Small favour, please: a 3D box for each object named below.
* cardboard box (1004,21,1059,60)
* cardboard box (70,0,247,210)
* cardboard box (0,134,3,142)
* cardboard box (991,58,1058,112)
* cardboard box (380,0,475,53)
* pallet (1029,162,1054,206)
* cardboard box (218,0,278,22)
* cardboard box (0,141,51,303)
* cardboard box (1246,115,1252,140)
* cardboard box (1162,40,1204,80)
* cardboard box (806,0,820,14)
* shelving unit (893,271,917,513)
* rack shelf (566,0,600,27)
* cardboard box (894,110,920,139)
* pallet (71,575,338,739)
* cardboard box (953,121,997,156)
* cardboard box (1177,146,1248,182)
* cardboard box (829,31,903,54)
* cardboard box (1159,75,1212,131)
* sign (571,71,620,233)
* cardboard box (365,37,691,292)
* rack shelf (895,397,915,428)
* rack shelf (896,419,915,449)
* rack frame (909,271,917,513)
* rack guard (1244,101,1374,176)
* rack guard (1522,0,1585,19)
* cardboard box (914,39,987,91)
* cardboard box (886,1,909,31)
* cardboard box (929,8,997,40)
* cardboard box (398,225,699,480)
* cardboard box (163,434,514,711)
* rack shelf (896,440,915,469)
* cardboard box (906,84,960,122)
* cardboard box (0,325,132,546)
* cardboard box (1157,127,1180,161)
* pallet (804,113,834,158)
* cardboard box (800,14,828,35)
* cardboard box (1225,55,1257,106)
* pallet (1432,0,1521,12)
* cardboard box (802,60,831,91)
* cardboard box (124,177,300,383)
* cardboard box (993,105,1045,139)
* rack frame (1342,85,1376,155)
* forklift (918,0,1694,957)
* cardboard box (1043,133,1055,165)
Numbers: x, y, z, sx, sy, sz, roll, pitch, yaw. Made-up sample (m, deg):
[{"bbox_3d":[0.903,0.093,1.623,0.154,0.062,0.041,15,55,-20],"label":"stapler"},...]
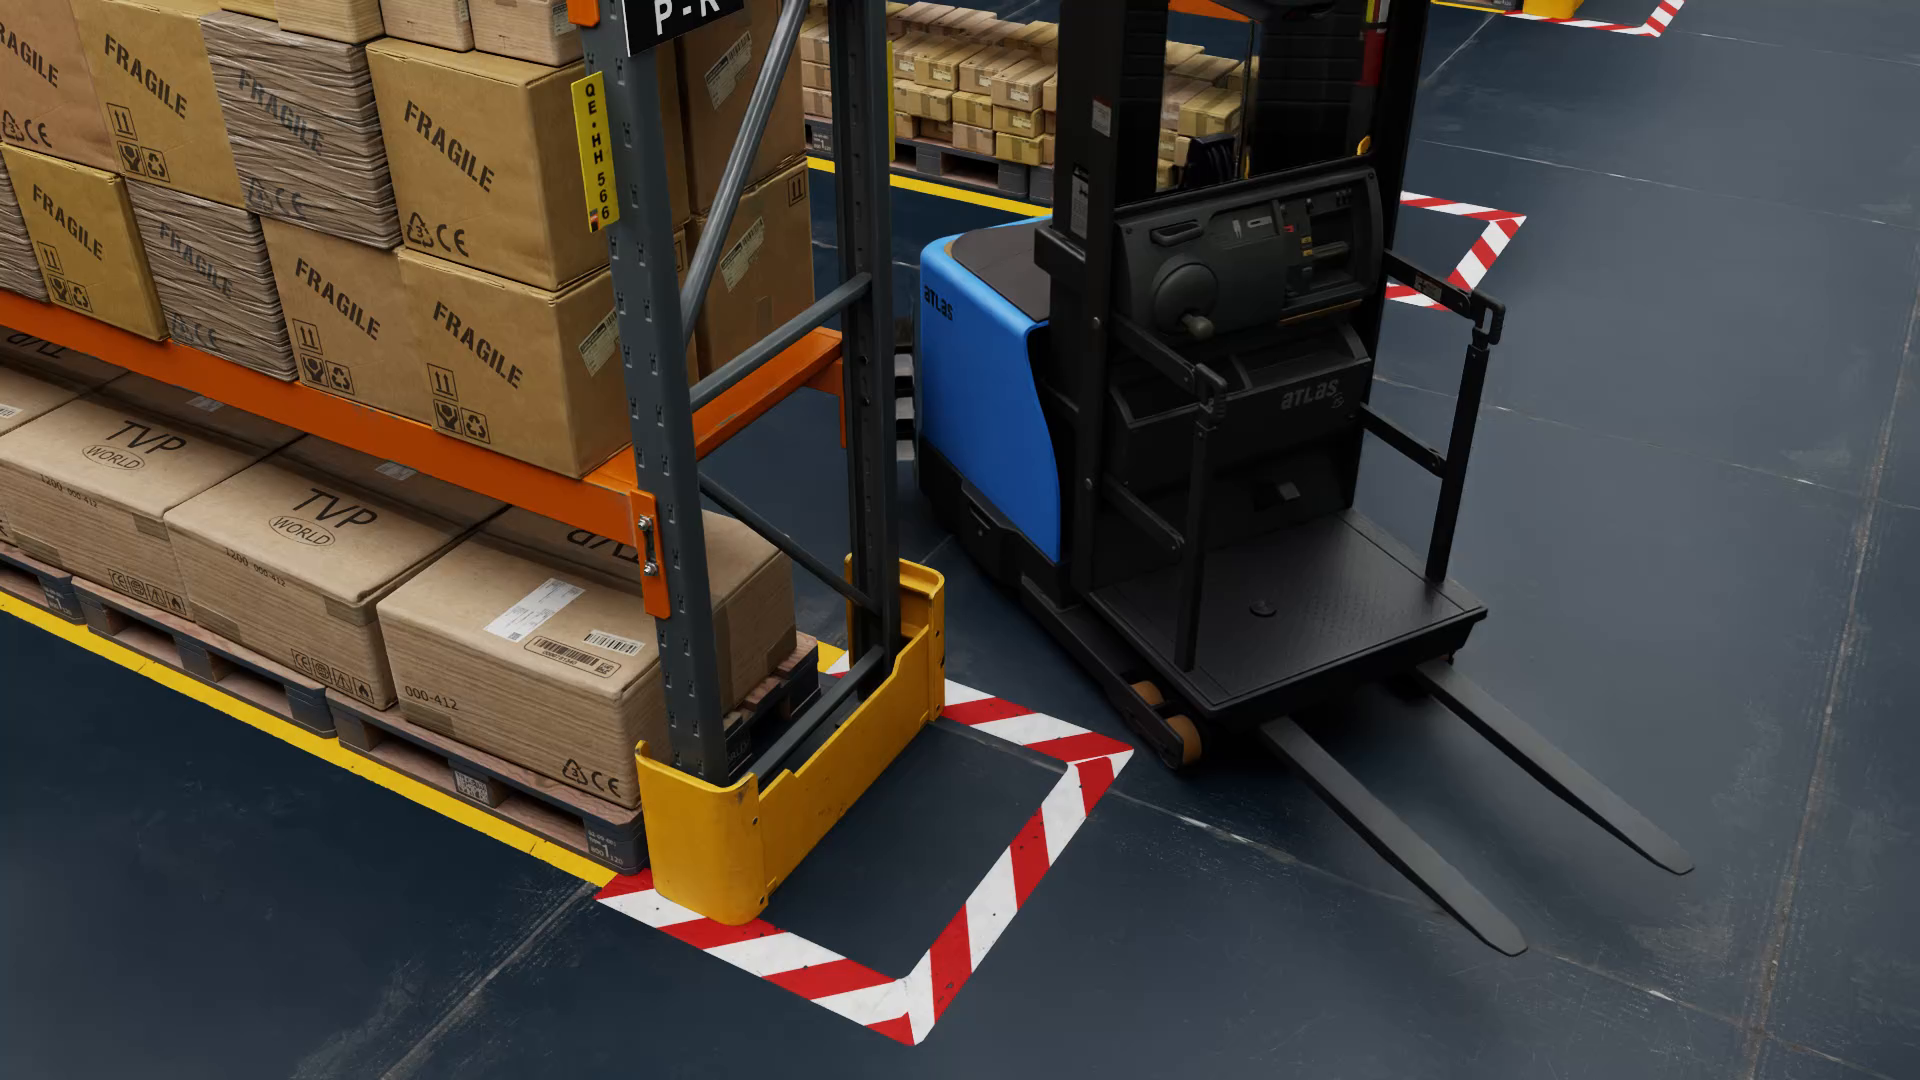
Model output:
[{"bbox_3d":[0.445,-2.799,9.404,0.250,0.149,0.380,18,38,25],"label":"cardboard box"},{"bbox_3d":[-1.918,-1.237,4.409,0.500,0.500,0.500,17,37,24],"label":"cardboard box"},{"bbox_3d":[-2.790,-1.516,4.828,0.500,0.500,0.500,18,38,25],"label":"cardboard box"},{"bbox_3d":[0.366,-2.419,8.832,0.250,0.149,0.380,19,38,26],"label":"cardboard box"},{"bbox_3d":[-1.128,-1.282,3.892,0.250,0.149,0.380,18,38,25],"label":"cardboard box"},{"bbox_3d":[1.130,-2.004,9.070,1.213,0.211,1.003,18,37,24],"label":"pallet"},{"bbox_3d":[-1.592,-1.402,4.071,0.250,0.149,0.380,18,38,25],"label":"cardboard box"},{"bbox_3d":[-2.817,-1.100,5.106,0.500,0.500,0.500,18,38,25],"label":"cardboard box"},{"bbox_3d":[1.556,-2.283,8.897,0.250,0.149,0.380,19,38,26],"label":"cardboard box"},{"bbox_3d":[1.143,-2.596,9.099,0.250,0.149,0.380,17,37,24],"label":"cardboard box"},{"bbox_3d":[-0.910,-3.216,10.029,0.250,0.149,0.380,18,38,25],"label":"cardboard box"},{"bbox_3d":[-0.277,-0.542,6.251,0.210,0.900,0.258,-2,34,-4],"label":"shelving unit"},{"bbox_3d":[-2.221,-1.993,4.479,4.000,0.370,1.077,18,37,24],"label":"rack shelf"},{"bbox_3d":[-0.286,-2.400,9.341,0.250,0.149,0.380,17,37,23],"label":"cardboard box"},{"bbox_3d":[-2.273,0.149,5.837,1.213,0.211,1.003,18,37,24],"label":"pallet"},{"bbox_3d":[0.162,-2.259,9.129,0.250,0.149,0.380,18,38,25],"label":"cardboard box"},{"bbox_3d":[1.323,-1.936,8.645,0.250,0.149,0.380,18,38,25],"label":"cardboard box"},{"bbox_3d":[-0.521,-2.725,9.292,0.250,0.149,0.380,18,38,25],"label":"cardboard box"},{"bbox_3d":[1.109,-2.260,8.594,0.250,0.149,0.380,18,38,25],"label":"cardboard box"},{"bbox_3d":[-0.766,-0.817,3.512,0.005,0.325,0.100,18,37,24],"label":"sign"},{"bbox_3d":[-1.022,-0.970,4.007,0.500,0.500,0.500,19,38,26],"label":"cardboard box"},{"bbox_3d":[-0.277,-0.514,6.270,0.200,0.077,0.258,-2,34,-4],"label":"rack shelf"},{"bbox_3d":[-0.277,-0.439,6.319,0.200,0.077,0.258,-2,34,-4],"label":"rack shelf"},{"bbox_3d":[-0.176,-0.546,6.257,0.006,0.900,0.240,-2,34,-4],"label":"rack frame"},{"bbox_3d":[1.818,-1.884,8.628,0.348,0.500,1.175,18,37,24],"label":"rack guard"},{"bbox_3d":[4.453,-4.216,12.130,0.348,0.500,1.175,18,37,24],"label":"rack guard"},{"bbox_3d":[-0.049,-2.603,9.109,0.250,0.149,0.380,18,38,25],"label":"cardboard box"},{"bbox_3d":[-0.503,-3.042,9.768,0.250,0.149,0.380,19,38,26],"label":"cardboard box"},{"bbox_3d":[0.018,-2.944,9.621,0.250,0.149,0.380,16,37,23],"label":"cardboard box"},{"bbox_3d":[-1.035,-0.541,4.266,0.500,0.500,0.500,18,38,25],"label":"cardboard box"},{"bbox_3d":[-1.906,0.017,5.451,0.875,0.438,0.875,19,38,26],"label":"cardboard box"},{"bbox_3d":[-0.277,-0.364,6.369,0.200,0.077,0.258,-2,34,-4],"label":"rack shelf"},{"bbox_3d":[-0.091,-2.444,9.138,0.250,0.149,0.380,18,38,25],"label":"cardboard box"},{"bbox_3d":[-3.466,-0.478,6.194,0.875,0.438,0.875,17,37,24],"label":"cardboard box"},{"bbox_3d":[1.083,-2.121,8.654,0.250,0.149,0.380,17,37,23],"label":"cardboard box"},{"bbox_3d":[-0.989,-2.675,10.077,1.213,0.211,1.003,18,37,24],"label":"pallet"},{"bbox_3d":[-0.939,-2.895,9.548,0.250,0.149,0.380,17,37,24],"label":"cardboard box"},{"bbox_3d":[1.597,-2.447,8.875,0.250,0.149,0.380,16,37,22],"label":"cardboard box"},{"bbox_3d":[3.699,-4.284,12.493,1.213,0.211,1.003,18,37,24],"label":"pallet"},{"bbox_3d":[-0.707,-2.710,9.539,0.250,0.149,0.380,16,37,22],"label":"cardboard box"},{"bbox_3d":[-1.915,-0.823,4.689,0.500,0.500,0.500,19,38,26],"label":"cardboard box"},{"bbox_3d":[0.376,-2.302,8.925,0.250,0.149,0.380,18,38,25],"label":"cardboard box"},{"bbox_3d":[1.884,-2.904,7.904,0.127,3.000,1.000,18,37,24],"label":"rack frame"},{"bbox_3d":[0.984,-0.796,4.801,1.130,2.935,3.031,-17,37,-23],"label":"forklift"},{"bbox_3d":[0.642,-2.134,8.942,0.250,0.149,0.380,18,38,25],"label":"cardboard box"}]
